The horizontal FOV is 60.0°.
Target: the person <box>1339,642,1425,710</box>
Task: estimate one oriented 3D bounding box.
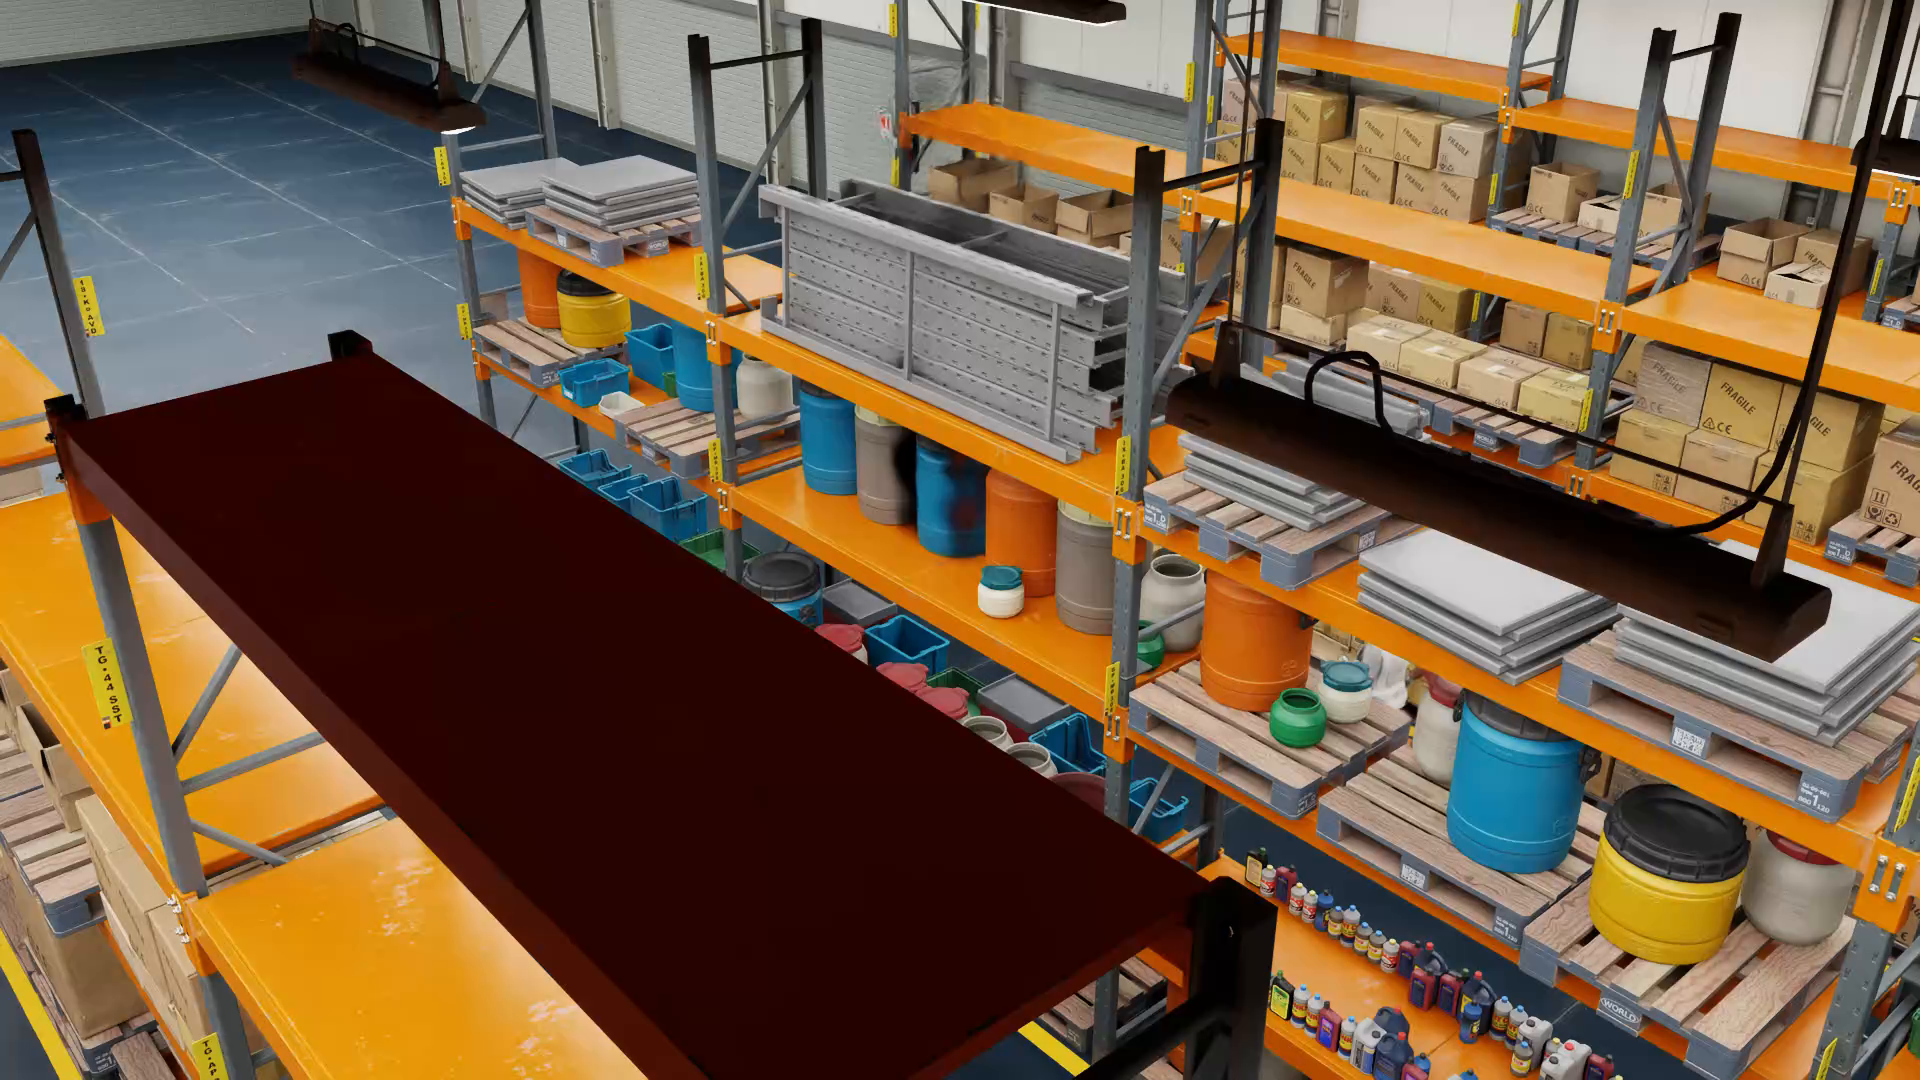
[{"bbox_3d":[3.147,1.253,12.514,0.665,1.821,0.874,-24,35,-39],"label":"person"}]

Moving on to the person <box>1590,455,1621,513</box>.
[{"bbox_3d":[6.116,0.012,15.585,0.640,1.796,0.890,-24,35,-39],"label":"person"}]
